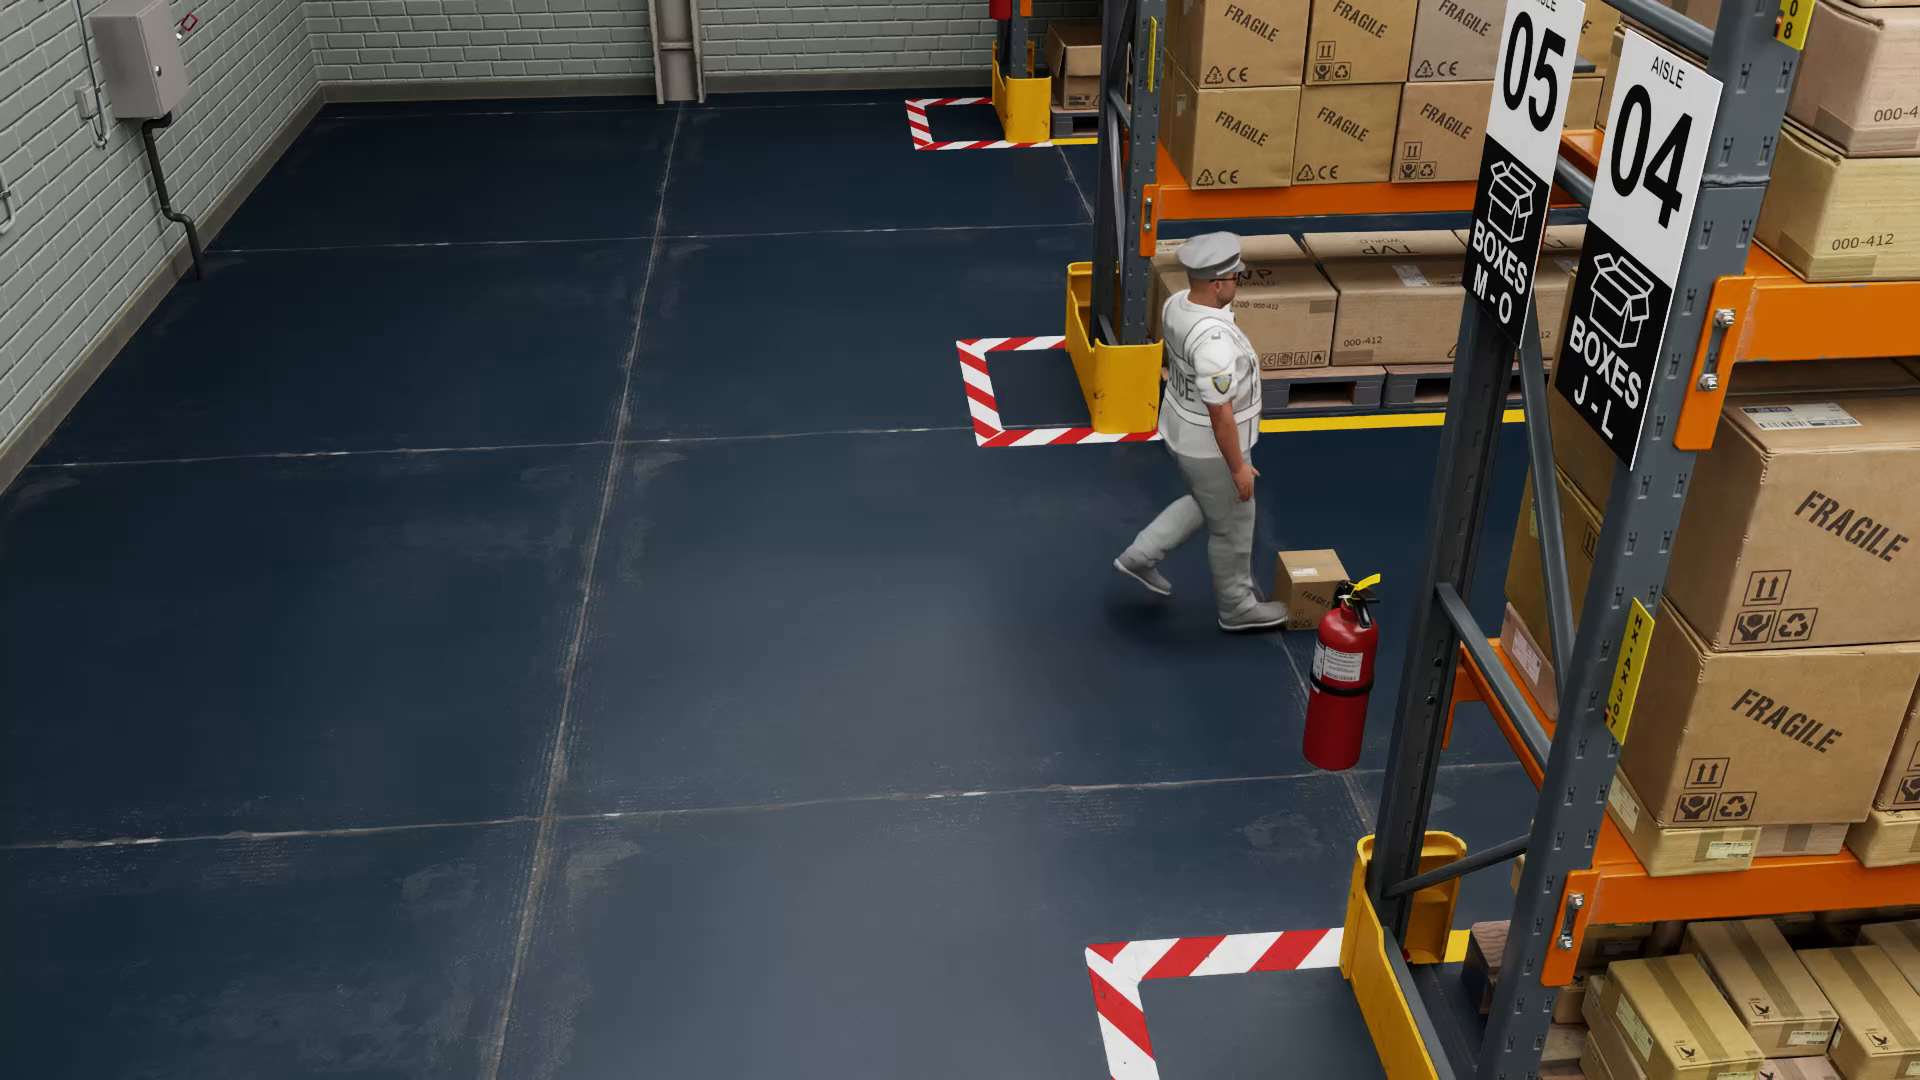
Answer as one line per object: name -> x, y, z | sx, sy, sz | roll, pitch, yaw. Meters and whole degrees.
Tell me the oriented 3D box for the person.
person -> 1.054, -0.423, 6.801 | 0.742, 1.749, 0.551 | -6, 31, -10
